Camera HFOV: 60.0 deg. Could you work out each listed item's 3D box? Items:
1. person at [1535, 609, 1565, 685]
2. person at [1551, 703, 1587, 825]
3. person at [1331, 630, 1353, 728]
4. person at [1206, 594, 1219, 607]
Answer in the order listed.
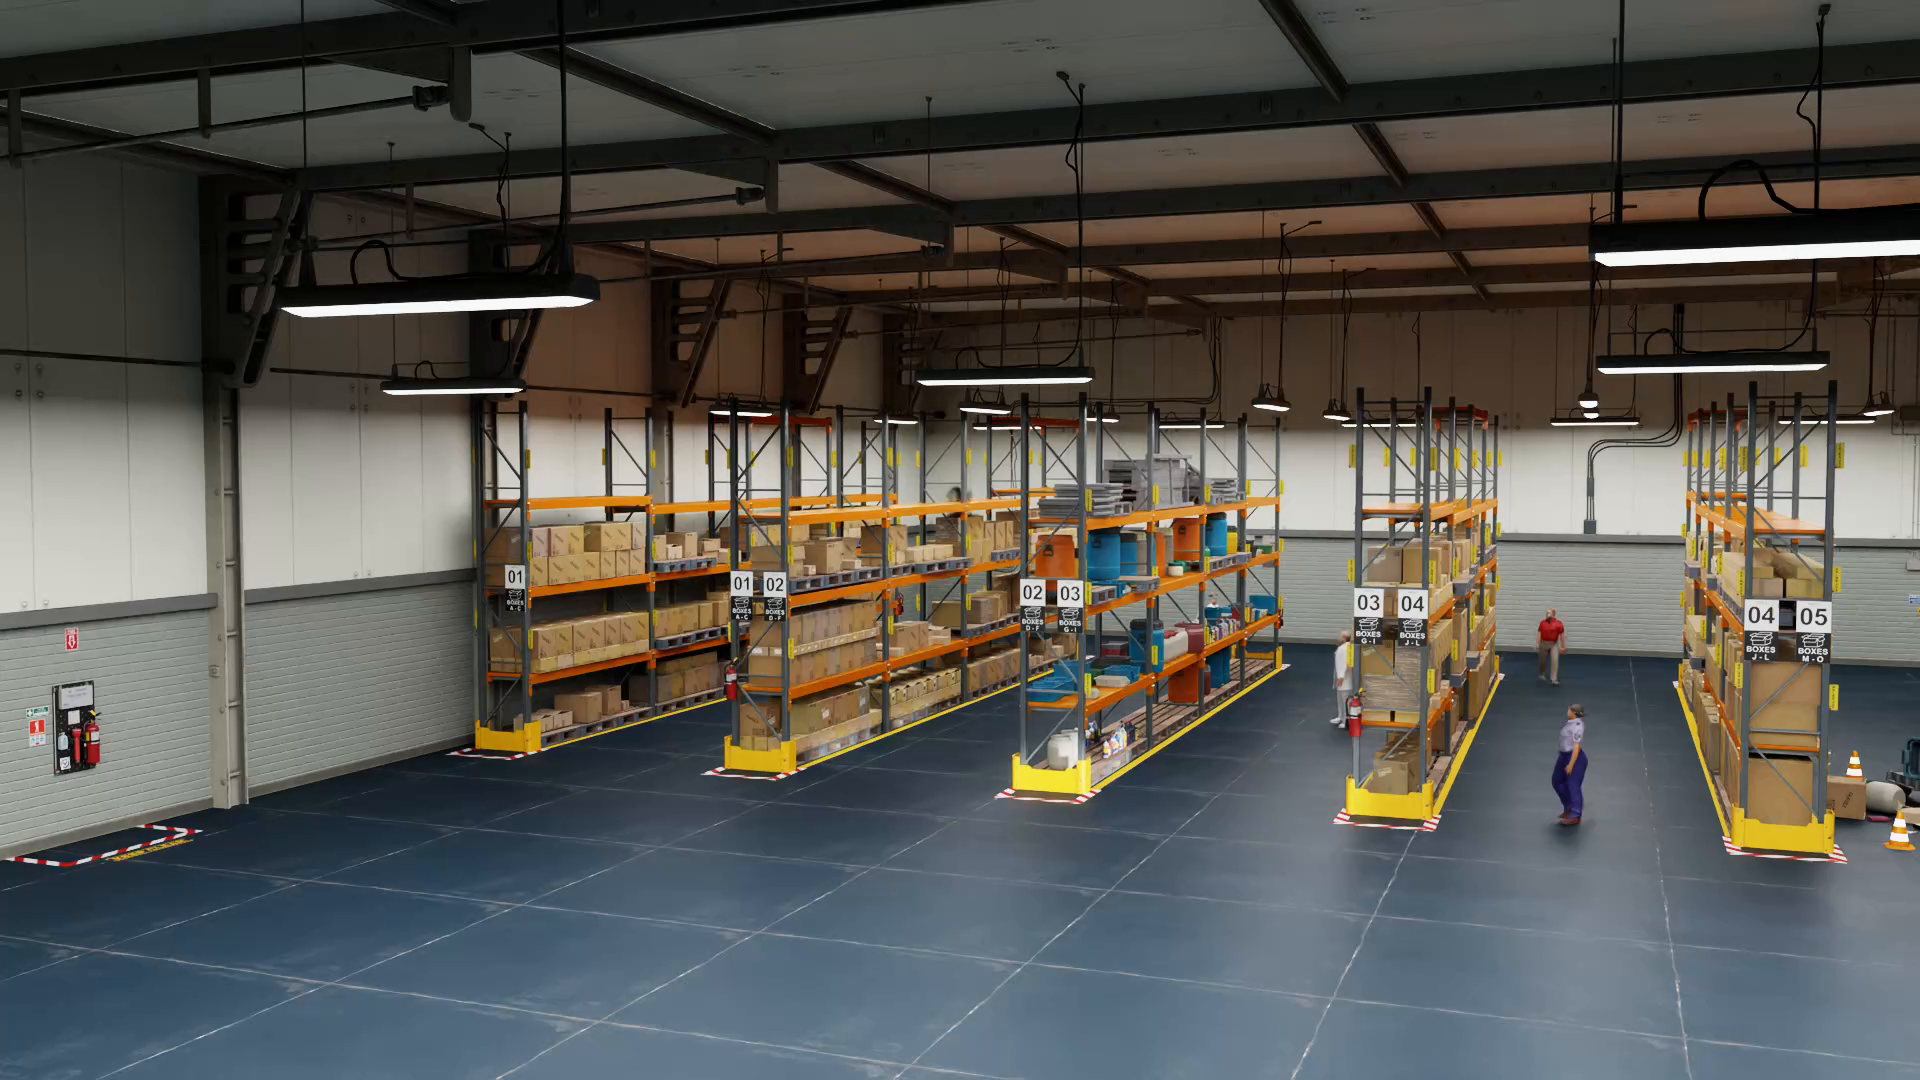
[{"bbox_3d":[13.107,2.363,36.978,0.645,1.682,0.991,1,3,12],"label":"person"},{"bbox_3d":[8.412,3.077,22.943,0.394,1.680,0.575,0,3,-4],"label":"person"},{"bbox_3d":[7.210,2.605,31.273,0.416,1.816,0.594,0,3,-10],"label":"person"},{"bbox_3d":[6.275,2.162,41.118,0.545,1.697,0.366,-2,4,-39],"label":"person"}]
